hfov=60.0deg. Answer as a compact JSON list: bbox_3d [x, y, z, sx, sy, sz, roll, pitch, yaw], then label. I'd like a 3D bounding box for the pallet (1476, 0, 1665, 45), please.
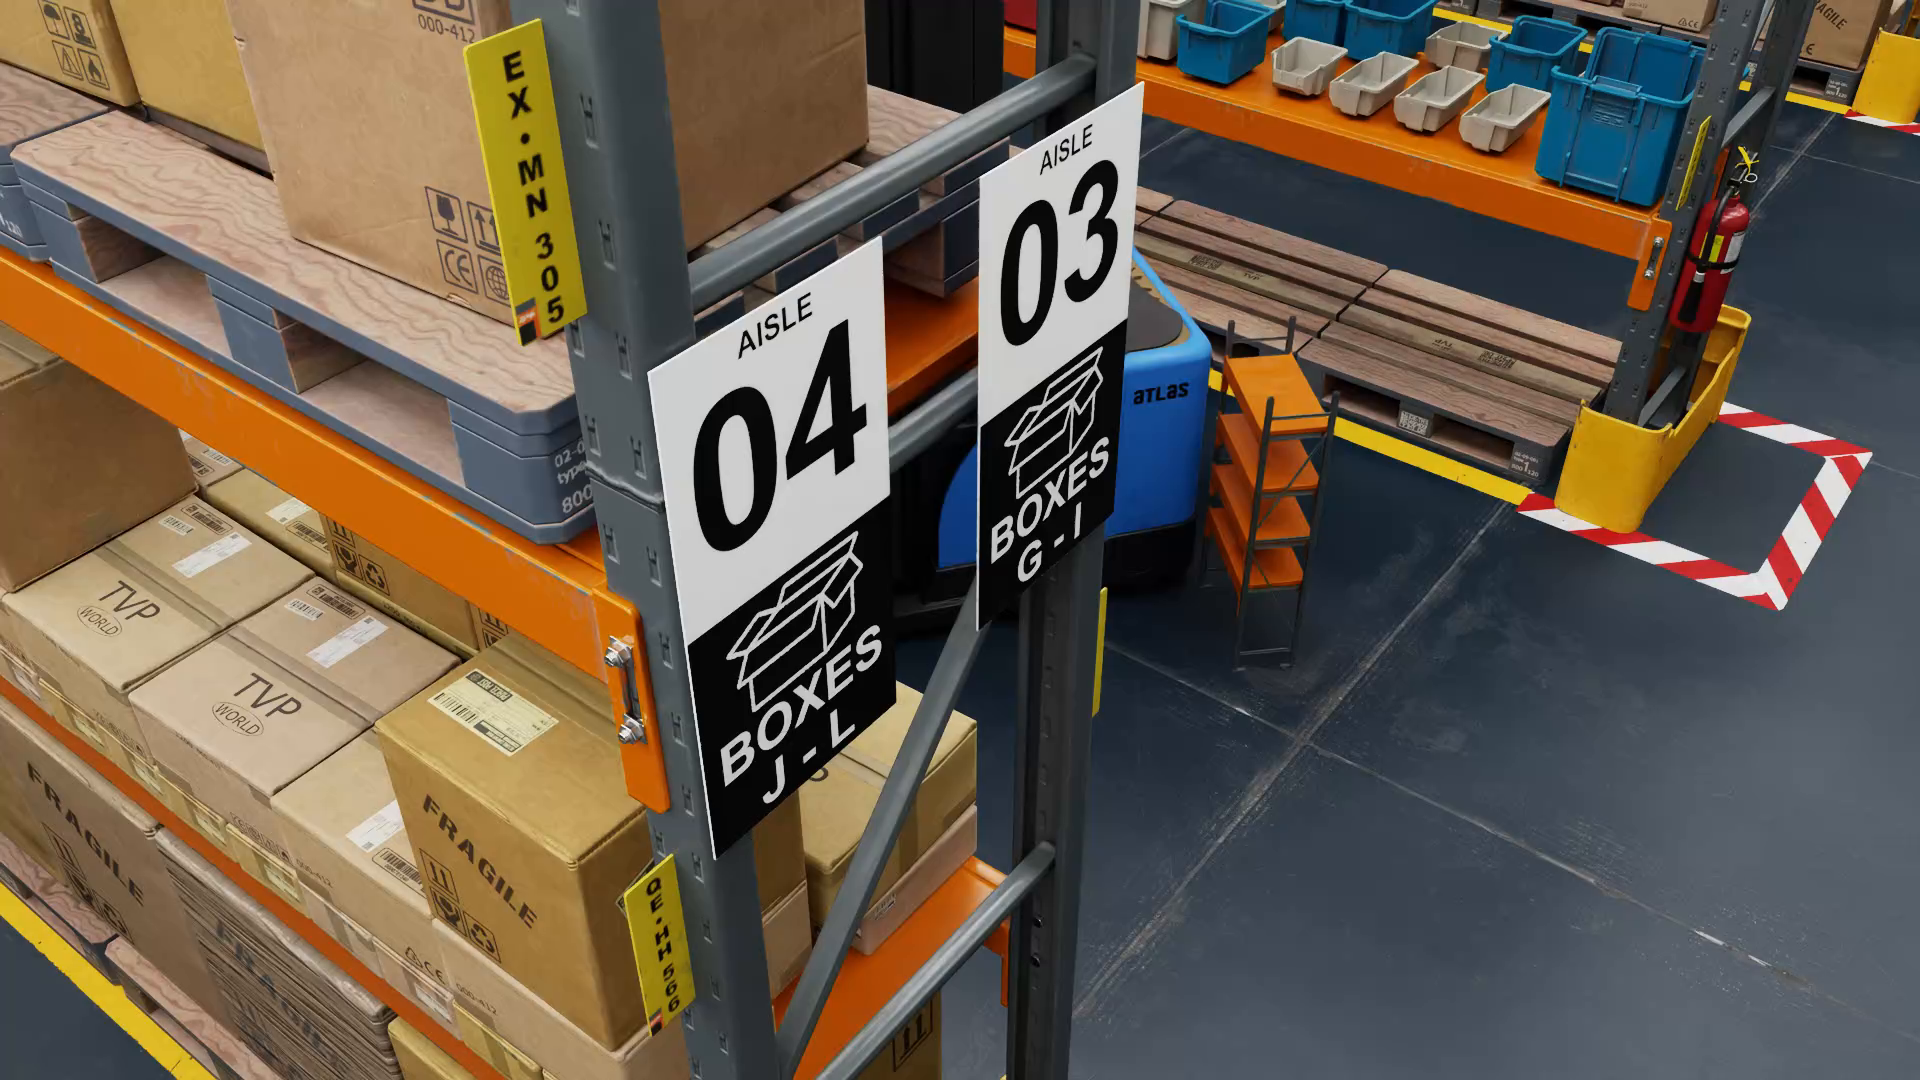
[{"bbox_3d":[4.270,-3.652,11.244,1.213,0.211,1.003,25,45,29],"label":"pallet"}]

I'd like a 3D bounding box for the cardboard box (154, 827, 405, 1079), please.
[{"bbox_3d":[-1.372,1.013,4.406,0.875,0.875,0.875,25,45,29],"label":"cardboard box"}]

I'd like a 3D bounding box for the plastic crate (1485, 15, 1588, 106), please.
[{"bbox_3d":[2.398,-2.001,6.959,0.300,0.233,0.416,25,45,29],"label":"plastic crate"}]

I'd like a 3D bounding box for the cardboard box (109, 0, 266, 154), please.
[{"bbox_3d":[-0.912,-0.981,2.633,0.500,0.500,0.700,24,44,27],"label":"cardboard box"}]

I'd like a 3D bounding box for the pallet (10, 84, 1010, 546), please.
[{"bbox_3d":[-0.688,-0.536,2.640,1.213,0.211,1.003,25,45,29],"label":"pallet"}]

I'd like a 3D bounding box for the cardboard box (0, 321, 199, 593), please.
[{"bbox_3d":[-2.242,-0.283,3.951,0.500,0.500,0.500,24,44,27],"label":"cardboard box"}]

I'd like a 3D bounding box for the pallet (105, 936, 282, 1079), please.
[{"bbox_3d":[-1.740,1.262,4.967,1.213,0.211,1.003,25,45,29],"label":"pallet"}]

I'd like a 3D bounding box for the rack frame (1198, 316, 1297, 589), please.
[{"bbox_3d":[1.053,-0.297,6.156,0.240,1.200,0.015,-5,38,-6],"label":"rack frame"}]

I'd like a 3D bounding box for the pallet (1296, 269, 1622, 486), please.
[{"bbox_3d":[2.285,-0.772,7.565,1.213,0.211,1.003,25,45,29],"label":"pallet"}]

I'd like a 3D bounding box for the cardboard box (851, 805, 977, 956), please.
[{"bbox_3d":[-0.174,0.687,3.643,0.250,0.149,0.380,26,45,29],"label":"cardboard box"}]

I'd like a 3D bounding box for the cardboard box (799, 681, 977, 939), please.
[{"bbox_3d":[-0.309,0.513,3.542,0.500,0.250,0.500,24,44,27],"label":"cardboard box"}]

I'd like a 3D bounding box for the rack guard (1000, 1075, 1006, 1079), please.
[{"bbox_3d":[-0.073,1.876,3.948,0.348,0.500,1.175,25,45,29],"label":"rack guard"}]

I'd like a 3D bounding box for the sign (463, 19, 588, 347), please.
[{"bbox_3d":[-0.433,-0.355,1.683,0.005,0.325,0.100,25,45,29],"label":"sign"}]

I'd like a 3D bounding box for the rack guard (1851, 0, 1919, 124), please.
[{"bbox_3d":[5.869,-3.011,10.190,0.348,0.500,1.175,25,45,29],"label":"rack guard"}]

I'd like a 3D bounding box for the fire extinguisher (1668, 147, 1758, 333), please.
[{"bbox_3d":[2.761,-1.086,6.069,0.183,0.674,0.296,25,45,29],"label":"fire extinguisher"}]

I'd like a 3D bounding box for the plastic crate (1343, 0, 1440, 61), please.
[{"bbox_3d":[1.875,-2.247,7.274,0.300,0.233,0.416,25,45,29],"label":"plastic crate"}]

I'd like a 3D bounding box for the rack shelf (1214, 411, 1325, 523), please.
[{"bbox_3d":[1.085,-0.271,5.869,0.258,0.148,0.480,-5,38,-6],"label":"rack shelf"}]

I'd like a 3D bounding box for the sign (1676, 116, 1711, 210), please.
[{"bbox_3d":[2.595,-1.331,5.885,0.005,0.325,0.100,25,45,29],"label":"sign"}]

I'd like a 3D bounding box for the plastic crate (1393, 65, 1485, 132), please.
[{"bbox_3d":[1.938,-1.795,6.774,0.243,0.136,0.396,25,45,29],"label":"plastic crate"}]

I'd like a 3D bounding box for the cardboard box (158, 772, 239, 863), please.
[{"bbox_3d":[-1.594,0.531,3.843,0.250,0.149,0.380,25,45,29],"label":"cardboard box"}]

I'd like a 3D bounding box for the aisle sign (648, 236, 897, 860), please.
[{"bbox_3d":[-0.217,0.033,2.166,0.004,0.787,0.394,25,45,29],"label":"aisle sign"}]

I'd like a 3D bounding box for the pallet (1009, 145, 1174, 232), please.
[{"bbox_3d":[0.347,-1.686,8.733,1.213,0.211,1.003,25,45,29],"label":"pallet"}]

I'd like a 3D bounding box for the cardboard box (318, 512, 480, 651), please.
[{"bbox_3d":[-1.122,-0.161,3.794,0.500,0.500,0.500,24,44,27],"label":"cardboard box"}]

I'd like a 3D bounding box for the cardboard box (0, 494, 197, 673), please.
[{"bbox_3d":[-2.248,0.011,4.183,0.500,0.250,0.500,26,45,30],"label":"cardboard box"}]

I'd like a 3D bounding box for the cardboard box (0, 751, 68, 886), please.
[{"bbox_3d":[-2.794,0.342,5.263,0.875,0.875,0.875,25,45,29],"label":"cardboard box"}]

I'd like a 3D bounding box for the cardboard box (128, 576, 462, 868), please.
[{"bbox_3d":[-1.445,0.392,3.696,0.500,0.250,0.500,24,44,27],"label":"cardboard box"}]

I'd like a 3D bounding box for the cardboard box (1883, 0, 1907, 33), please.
[{"bbox_3d":[5.805,-3.342,10.542,0.250,0.149,0.380,25,45,29],"label":"cardboard box"}]

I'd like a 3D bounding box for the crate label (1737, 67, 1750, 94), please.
[{"bbox_3d":[2.921,-1.754,6.644,0.303,0.233,0.416,25,45,29],"label":"crate label"}]

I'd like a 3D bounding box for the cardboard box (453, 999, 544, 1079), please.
[{"bbox_3d":[-0.783,0.913,3.355,0.250,0.149,0.380,26,45,29],"label":"cardboard box"}]

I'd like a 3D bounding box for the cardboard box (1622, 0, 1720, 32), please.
[{"bbox_3d":[4.611,-3.511,10.674,0.500,0.250,0.500,25,45,29],"label":"cardboard box"}]

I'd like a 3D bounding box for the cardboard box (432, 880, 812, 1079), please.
[{"bbox_3d":[-0.638,0.773,3.210,0.500,0.250,0.500,25,44,28],"label":"cardboard box"}]

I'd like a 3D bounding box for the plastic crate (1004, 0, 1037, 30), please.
[{"bbox_3d":[0.296,-2.632,7.578,0.583,0.464,0.402,25,45,29],"label":"plastic crate"}]

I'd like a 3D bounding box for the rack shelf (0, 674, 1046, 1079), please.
[{"bbox_3d":[-1.681,0.417,4.368,4.000,0.370,1.077,25,45,29],"label":"rack shelf"}]

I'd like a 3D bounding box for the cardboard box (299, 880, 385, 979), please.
[{"bbox_3d":[-1.180,0.724,3.596,0.250,0.149,0.380,26,45,29],"label":"cardboard box"}]

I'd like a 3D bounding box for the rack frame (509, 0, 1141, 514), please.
[{"bbox_3d":[-0.092,-1.479,1.340,0.127,3.000,1.000,25,45,29],"label":"rack frame"}]

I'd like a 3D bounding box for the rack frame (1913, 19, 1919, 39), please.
[{"bbox_3d":[5.929,-3.967,9.383,0.127,3.000,1.000,25,45,29],"label":"rack frame"}]

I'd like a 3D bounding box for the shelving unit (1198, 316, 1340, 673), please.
[{"bbox_3d":[1.086,-0.148,5.965,0.258,1.200,0.503,-5,38,-6],"label":"shelving unit"}]

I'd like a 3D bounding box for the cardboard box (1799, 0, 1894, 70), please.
[{"bbox_3d":[5.348,-3.239,10.124,0.500,0.500,0.500,25,45,29],"label":"cardboard box"}]

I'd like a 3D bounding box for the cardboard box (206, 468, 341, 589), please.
[{"bbox_3d":[-1.541,-0.062,4.276,0.500,0.250,0.500,24,44,28],"label":"cardboard box"}]

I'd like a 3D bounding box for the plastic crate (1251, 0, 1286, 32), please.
[{"bbox_3d":[1.305,-2.455,7.618,0.466,0.136,0.293,25,45,29],"label":"plastic crate"}]

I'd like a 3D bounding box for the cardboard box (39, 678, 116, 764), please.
[{"bbox_3d":[-1.997,0.340,4.086,0.250,0.149,0.380,24,44,27],"label":"cardboard box"}]

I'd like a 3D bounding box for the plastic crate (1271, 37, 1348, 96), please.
[{"bbox_3d":[1.455,-1.989,7.022,0.250,0.136,0.298,25,45,29],"label":"plastic crate"}]

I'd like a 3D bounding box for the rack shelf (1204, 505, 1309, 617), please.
[{"bbox_3d":[1.086,0.062,6.129,0.258,0.148,0.480,-5,38,-6],"label":"rack shelf"}]

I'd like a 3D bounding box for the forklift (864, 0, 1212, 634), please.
[{"bbox_3d":[-0.659,-1.027,5.685,3.031,2.935,1.130,-11,39,-13],"label":"forklift"}]
